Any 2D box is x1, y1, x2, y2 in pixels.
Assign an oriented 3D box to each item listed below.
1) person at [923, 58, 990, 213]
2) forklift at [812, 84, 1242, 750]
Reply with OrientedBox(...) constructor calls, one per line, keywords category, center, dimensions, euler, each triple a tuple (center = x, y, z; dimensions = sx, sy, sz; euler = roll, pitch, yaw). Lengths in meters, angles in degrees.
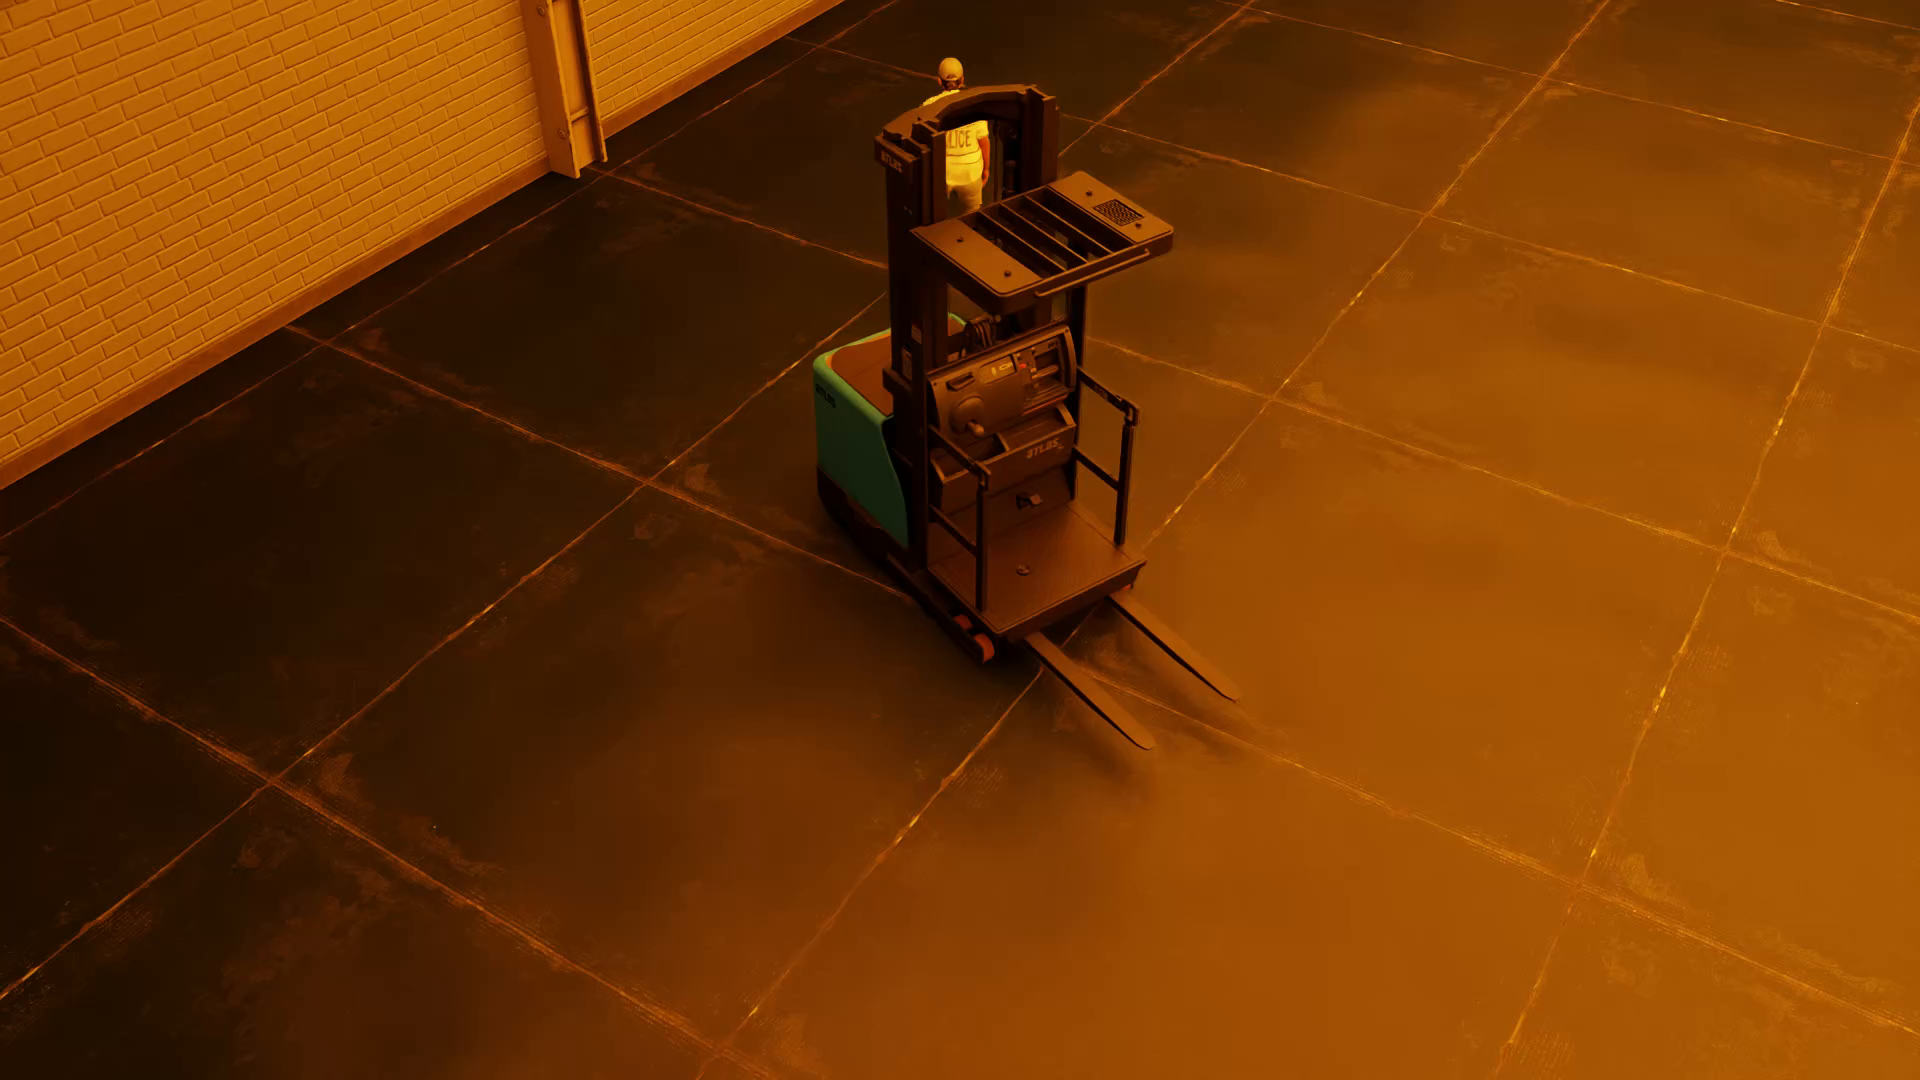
OrientedBox(category="person", center=(-0.049, -2.693, 12.132), dimensions=(0.530, 1.670, 0.459), euler=(0, 40, 0))
OrientedBox(category="forklift", center=(0.367, -0.783, 8.891), dimensions=(1.130, 2.935, 3.031), euler=(-25, 46, -26))
